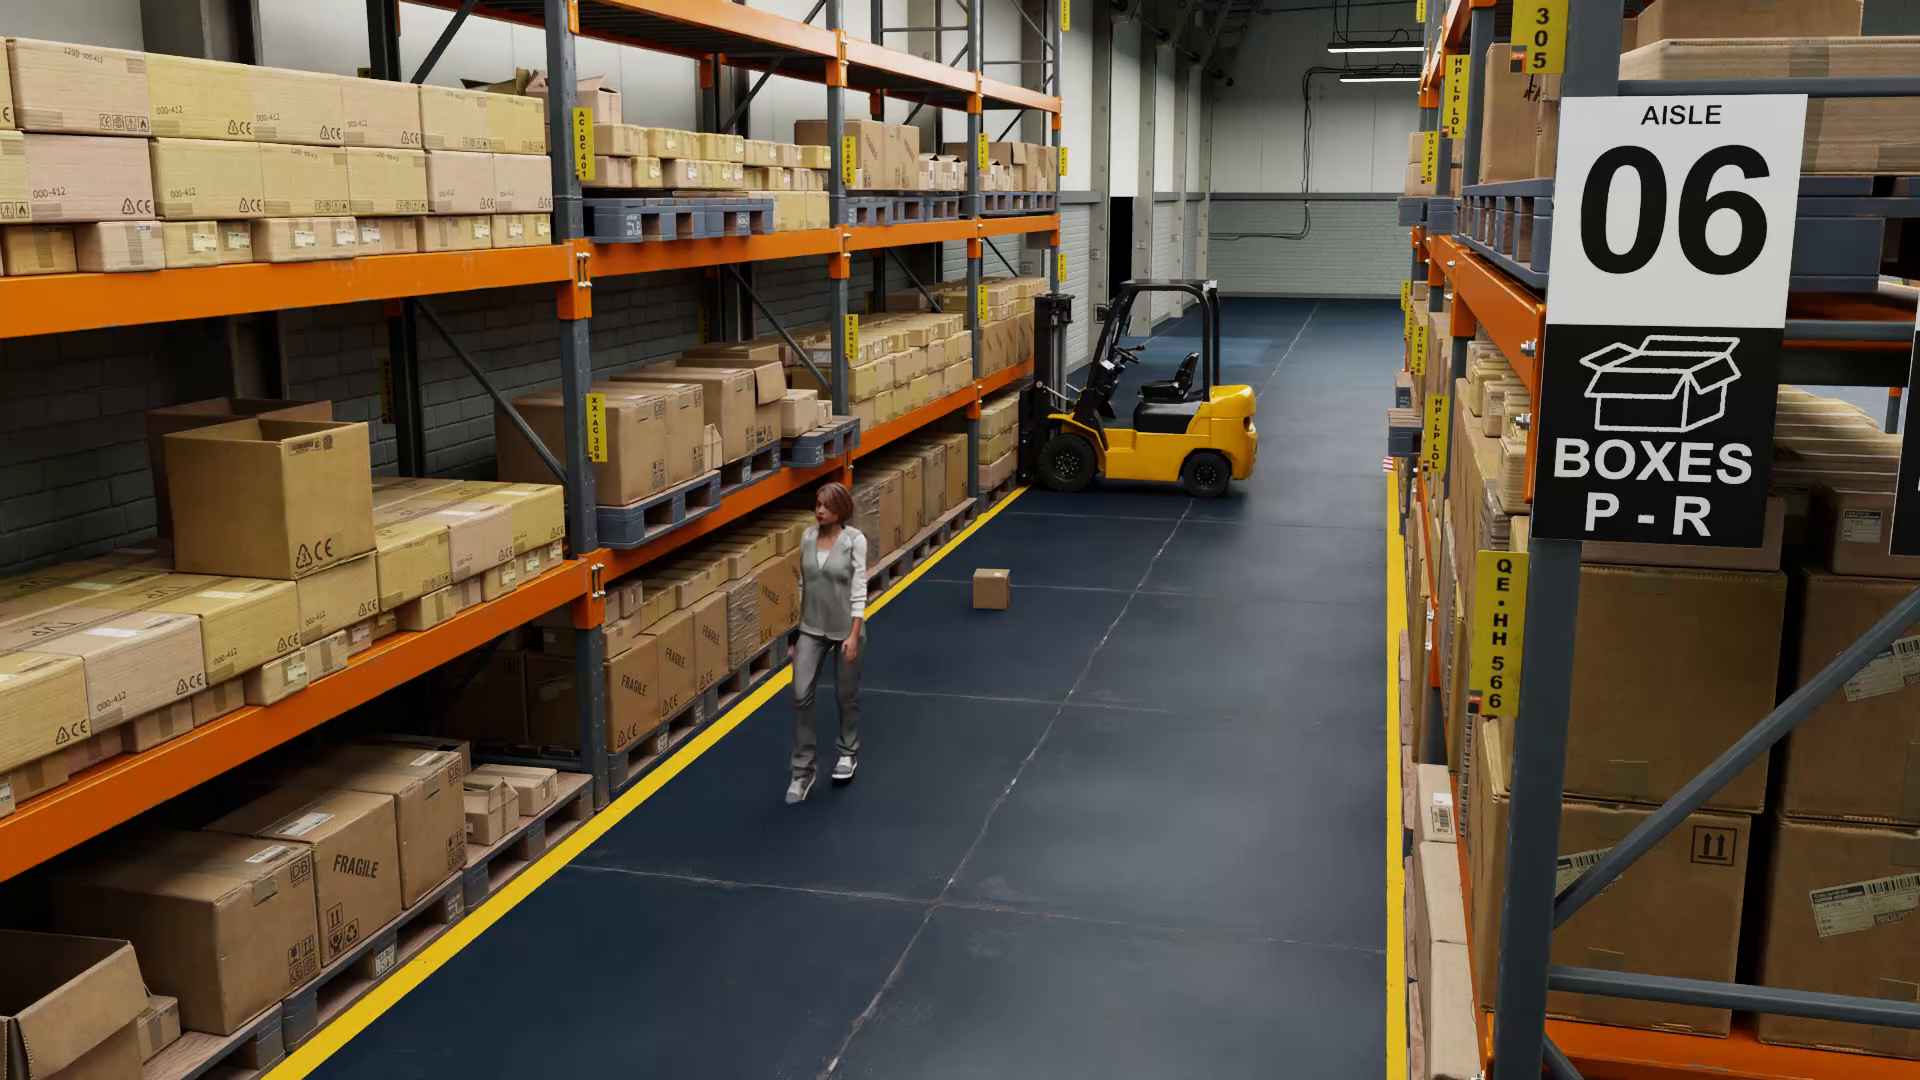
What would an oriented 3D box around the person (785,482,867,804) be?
[{"bbox_3d":[-0.661,0.522,8.513,0.414,1.648,0.576,3,12,13],"label":"person"}]
